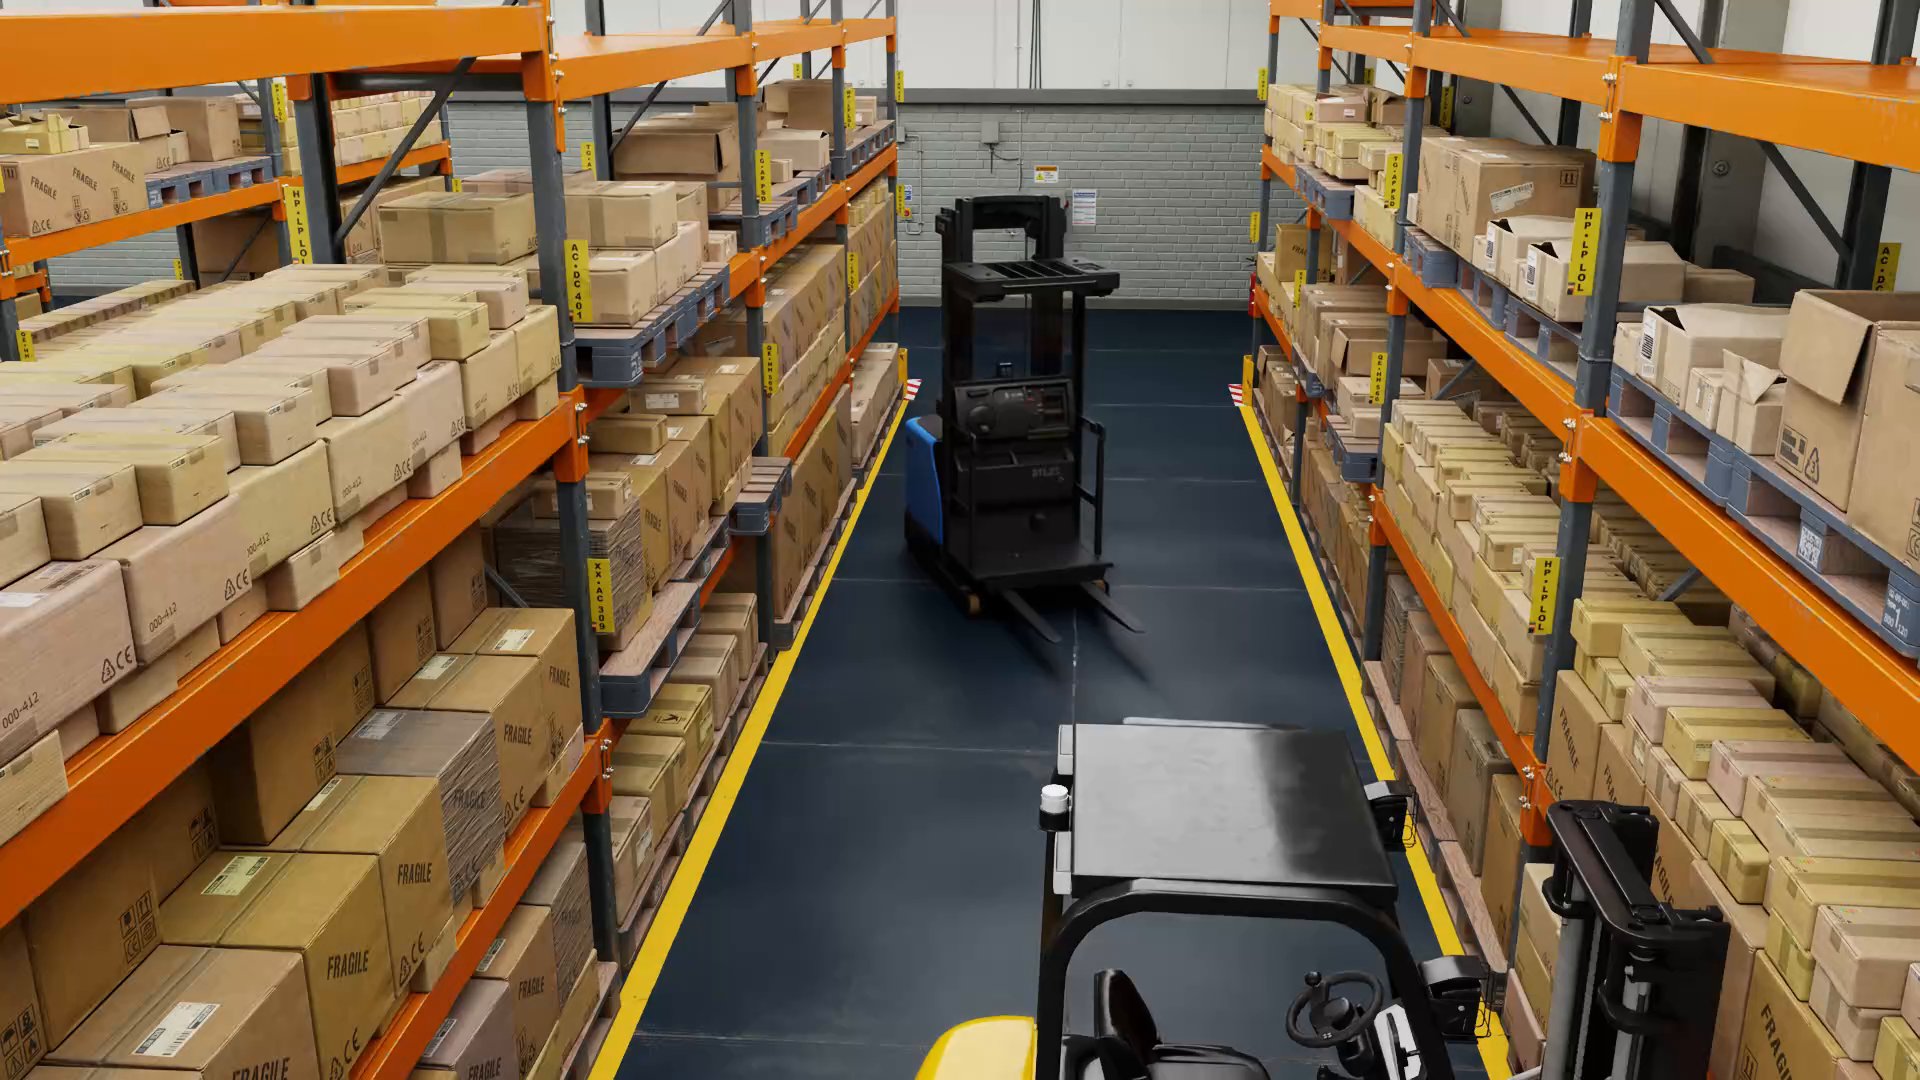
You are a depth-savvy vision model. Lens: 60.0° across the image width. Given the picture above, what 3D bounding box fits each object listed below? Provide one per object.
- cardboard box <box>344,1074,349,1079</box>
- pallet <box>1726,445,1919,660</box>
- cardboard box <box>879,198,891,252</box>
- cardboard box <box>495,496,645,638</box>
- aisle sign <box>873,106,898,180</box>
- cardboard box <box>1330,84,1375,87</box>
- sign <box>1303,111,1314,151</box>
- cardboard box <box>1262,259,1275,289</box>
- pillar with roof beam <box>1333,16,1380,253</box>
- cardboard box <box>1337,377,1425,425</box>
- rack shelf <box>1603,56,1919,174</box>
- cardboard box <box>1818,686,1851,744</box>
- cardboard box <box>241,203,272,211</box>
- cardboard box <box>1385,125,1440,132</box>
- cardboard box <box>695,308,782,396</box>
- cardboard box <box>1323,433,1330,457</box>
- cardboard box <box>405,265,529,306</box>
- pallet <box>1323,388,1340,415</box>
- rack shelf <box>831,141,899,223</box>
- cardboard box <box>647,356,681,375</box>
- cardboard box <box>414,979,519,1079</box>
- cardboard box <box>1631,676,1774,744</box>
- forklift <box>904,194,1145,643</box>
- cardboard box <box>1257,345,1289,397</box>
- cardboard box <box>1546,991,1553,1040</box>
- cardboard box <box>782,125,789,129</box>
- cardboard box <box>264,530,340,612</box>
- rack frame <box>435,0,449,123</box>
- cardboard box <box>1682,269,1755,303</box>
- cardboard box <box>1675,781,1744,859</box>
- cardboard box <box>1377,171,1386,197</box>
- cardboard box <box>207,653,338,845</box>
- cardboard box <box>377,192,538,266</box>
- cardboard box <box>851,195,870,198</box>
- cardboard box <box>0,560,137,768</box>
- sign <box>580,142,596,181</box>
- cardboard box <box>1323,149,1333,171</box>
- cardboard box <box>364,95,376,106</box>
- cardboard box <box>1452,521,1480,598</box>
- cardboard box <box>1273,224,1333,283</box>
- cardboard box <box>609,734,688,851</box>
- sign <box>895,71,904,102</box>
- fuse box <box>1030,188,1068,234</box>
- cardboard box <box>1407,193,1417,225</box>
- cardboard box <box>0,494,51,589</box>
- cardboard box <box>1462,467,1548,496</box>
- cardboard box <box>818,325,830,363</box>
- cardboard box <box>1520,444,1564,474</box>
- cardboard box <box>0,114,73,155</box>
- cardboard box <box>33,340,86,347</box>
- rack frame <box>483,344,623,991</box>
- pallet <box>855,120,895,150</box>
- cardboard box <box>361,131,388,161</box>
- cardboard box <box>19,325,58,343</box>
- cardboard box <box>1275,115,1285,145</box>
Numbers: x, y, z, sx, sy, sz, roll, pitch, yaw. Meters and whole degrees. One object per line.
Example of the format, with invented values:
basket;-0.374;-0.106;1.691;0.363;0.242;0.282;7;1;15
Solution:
cardboard box;-1.960;1.579;4.690;0.380;0.149;0.250;2;18;5
pallet;2.769;0.006;4.412;1.003;0.211;1.213;1;18;4
cardboard box;-1.002;-3.295;17.396;0.500;0.500;0.500;1;18;4
cardboard box;-1.737;0.109;7.461;0.500;0.500;0.500;2;18;5
aisle sign;-0.882;-4.341;18.180;0.394;0.787;0.004;1;18;4
cardboard box;4.001;-4.570;17.195;0.500;0.250;0.500;1;18;2
sign;2.926;-3.419;13.894;0.100;0.325;0.005;1;18;4
cardboard box;3.418;-2.759;17.290;0.500;0.250;0.500;1;18;5
pillar with roof beam;0.553;-6.745;20.056;9.100;9.000;0.400;1;18;4
cardboard box;2.934;-0.959;11.600;0.500;0.250;0.500;0;18;1
rack shelf;2.751;-0.952;4.173;1.077;0.370;4.000;1;18;4
cardboard box;3.152;0.594;5.614;0.380;0.149;0.250;1;18;3
cardboard box;-6.632;-2.904;15.724;0.500;0.500;0.500;1;18;2
cardboard box;3.558;-3.179;13.081;0.380;0.149;0.250;1;18;3
cardboard box;-1.491;-1.276;11.234;0.500;0.500;0.500;1;18;2
cardboard box;3.227;-0.785;13.801;0.380;0.149;0.250;0;18;1
cardboard box;-1.862;-0.945;6.296;0.380;0.149;0.250;2;18;5
pallet;3.316;-1.009;12.494;1.003;0.211;1.213;1;18;4
rack shelf;-1.340;-3.553;16.287;1.077;0.370;4.000;1;18;4
cardboard box;-2.033;-0.860;10.417;0.500;0.500;0.500;1;18;2
cardboard box;-1.902;1.893;5.864;0.500;0.500;0.500;2;18;7
cardboard box;2.517;0.582;5.650;0.380;0.149;0.250;2;18;5
forklift;0.477;-0.976;12.195;1.130;2.935;3.031;-6;19;-17
cardboard box;3.616;-1.806;17.953;0.797;0.503;0.637;1;18;2
cardboard box;2.518;1.915;6.199;0.500;0.250;0.500;1;18;4
cardboard box;-1.738;-3.689;15.115;0.380;0.149;0.250;2;18;5
cardboard box;-1.907;0.076;4.461;0.380;0.149;0.250;1;18;5
rack frame;-6.141;-6.020;17.845;1.000;3.000;0.127;1;18;4
cardboard box;3.151;-1.066;7.111;0.380;0.149;0.250;1;18;4
cardboard box;2.489;0.880;5.217;0.380;0.149;0.250;1;18;2
cardboard box;3.023;-2.395;11.197;0.380;0.149;0.250;1;18;4
cardboard box;-2.373;0.582;5.086;0.700;0.500;0.500;1;18;4
cardboard box;-2.142;-1.338;7.134;0.500;0.250;0.500;2;18;5
cardboard box;-1.097;-3.327;16.451;0.380;0.149;0.250;2;18;6
cardboard box;-2.042;0.233;3.340;0.500;0.250;0.500;1;18;3
sign;-2.323;-2.330;10.440;0.100;0.325;0.005;1;18;4
cardboard box;2.979;-2.890;12.678;0.380;0.149;0.250;1;18;3
cardboard box;-6.004;-4.364;16.403;0.380;0.149;0.250;1;18;2
cardboard box;2.747;0.103;8.229;0.500;0.250;0.500;2;18;5
cardboard box;3.346;-2.806;16.230;0.500;0.500;0.500;2;18;5
cardboard box;-1.974;1.299;8.686;0.950;0.372;0.625;2;18;7
sign;-0.656;-4.883;17.895;0.100;0.325;0.005;1;18;4
fuse box;1.269;-4.138;23.803;0.539;1.711;0.414;1;18;4
cardboard box;2.853;-1.956;9.799;0.380;0.166;0.250;1;18;4
cardboard box;-2.112;0.009;3.383;0.380;0.149;0.250;1;18;4
cardboard box;2.860;-0.276;8.744;0.380;0.149;0.250;1;18;4
cardboard box;-1.332;-1.556;13.291;0.500;0.250;0.500;2;18;5
cardboard box;3.329;-0.426;9.205;0.380;0.149;0.250;1;18;4
cardboard box;-6.374;-2.801;11.448;0.396;0.266;0.258;1;18;4
cardboard box;-6.450;-1.347;11.989;0.380;0.149;0.250;1;18;4
rack frame;-2.057;0.636;7.163;1.000;3.000;0.127;1;18;4
pallet;-1.239;-4.243;17.380;1.003;0.211;1.213;1;18;4
cardboard box;-6.006;-3.899;16.427;0.500;0.250;0.500;2;18;6
cardboard box;-7.059;-1.527;12.541;0.380;0.149;0.250;1;18;4
cardboard box;3.385;-4.028;16.343;0.500;0.250;0.500;1;18;2
